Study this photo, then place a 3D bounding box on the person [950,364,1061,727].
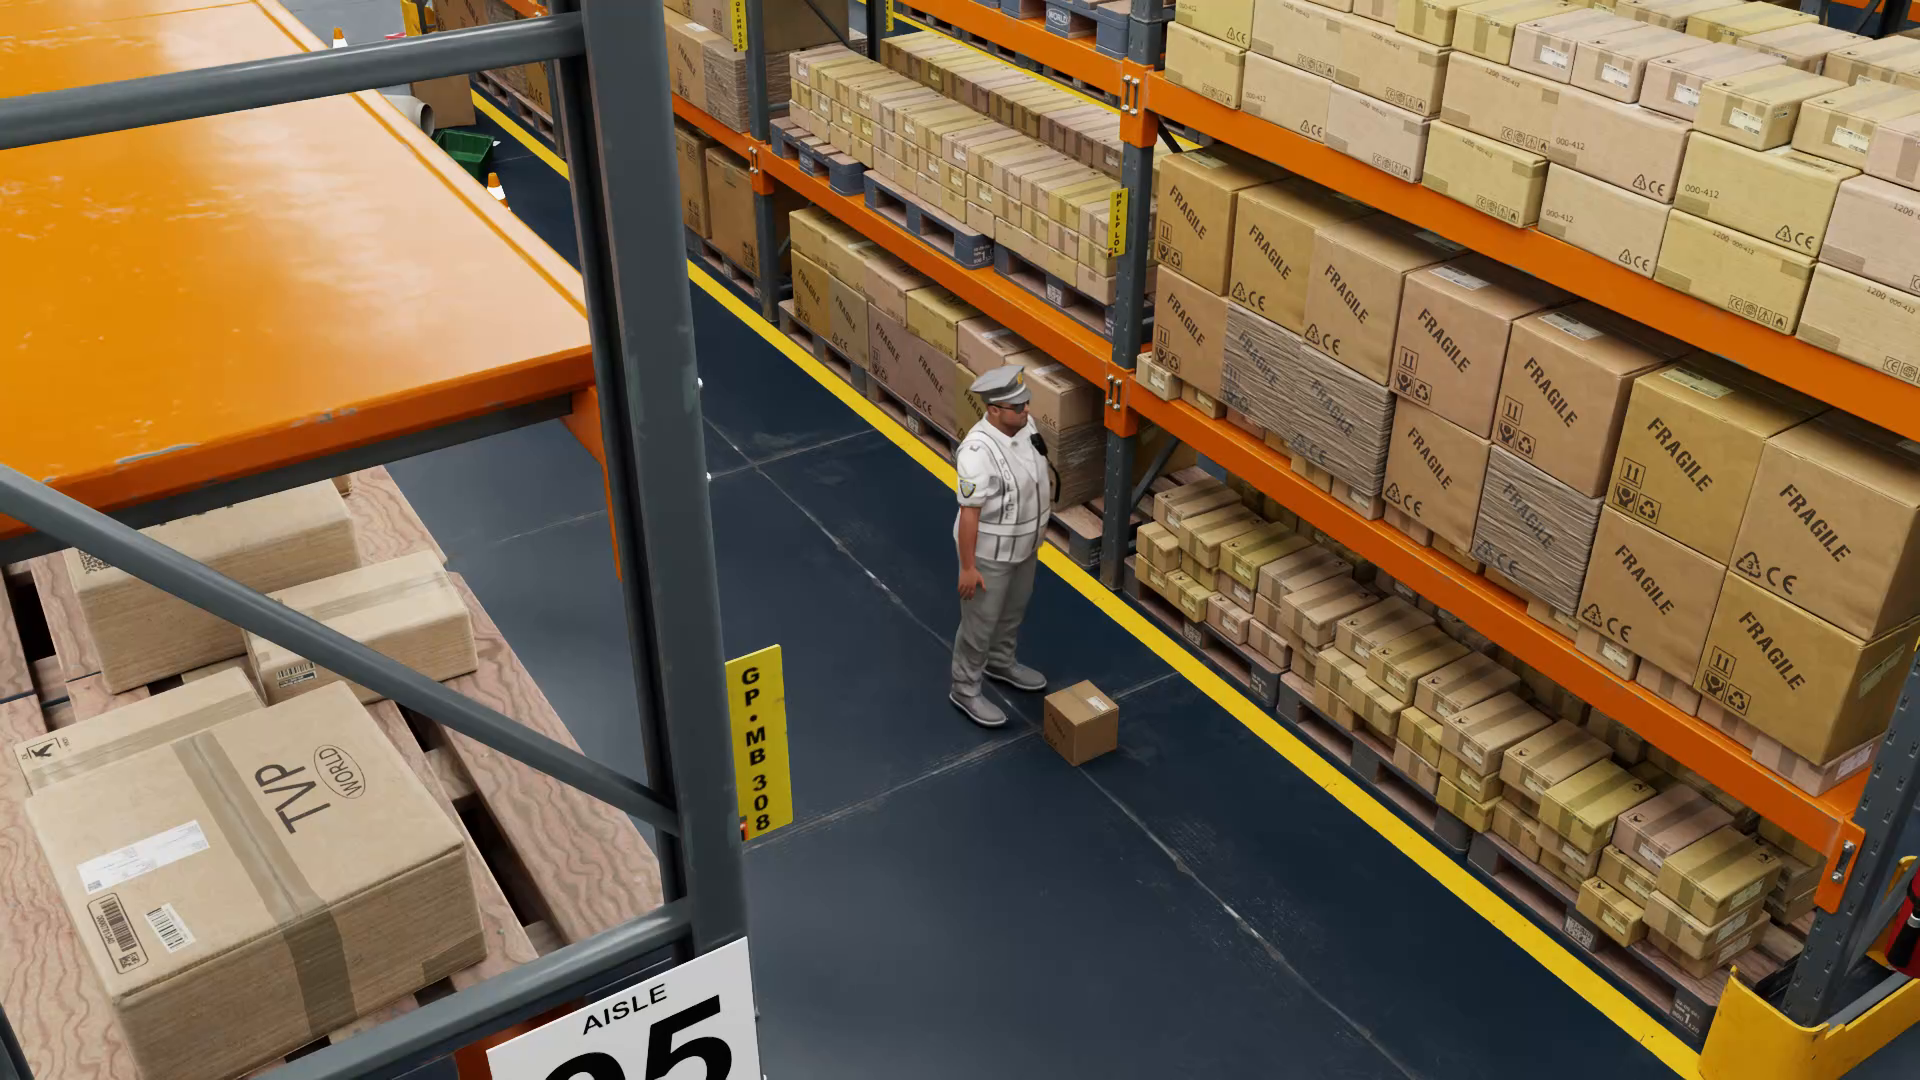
[{"bbox_3d":[0.191,0.007,7.629,0.402,1.773,0.588,22,39,31],"label":"person"}]
